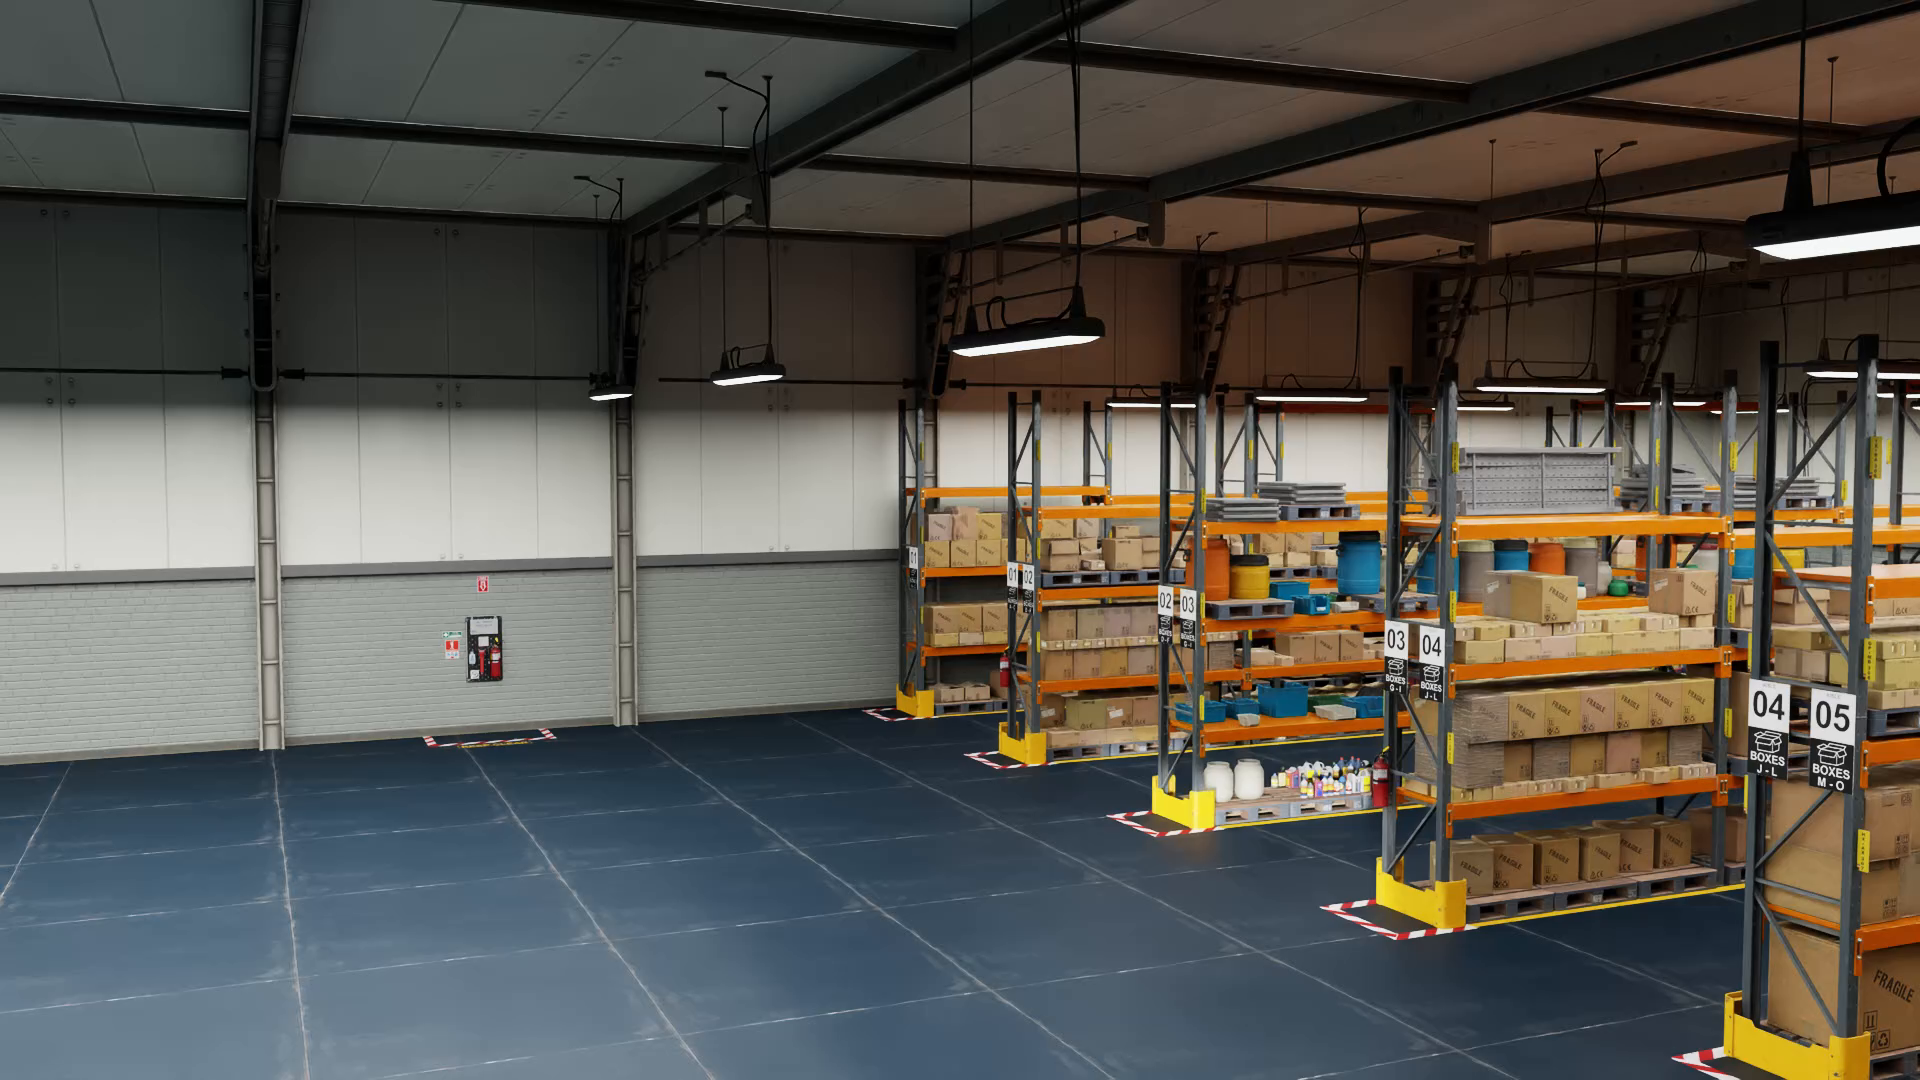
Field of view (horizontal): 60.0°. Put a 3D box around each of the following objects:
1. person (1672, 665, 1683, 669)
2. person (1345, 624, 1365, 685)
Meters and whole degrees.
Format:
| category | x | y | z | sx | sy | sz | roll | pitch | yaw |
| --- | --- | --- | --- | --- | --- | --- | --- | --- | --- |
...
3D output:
| category | x | y | z | sx | sy | sz | roll | pitch | yaw |
| --- | --- | --- | --- | --- | --- | --- | --- | --- | --- |
| person | 13.409 | 2.506 | 30.939 | 0.471 | 1.672 | 0.549 | -2 | 4 | -29 |
| person | 7.571 | 2.401 | 32.062 | 0.571 | 1.779 | 0.626 | -1 | 4 | -18 |
